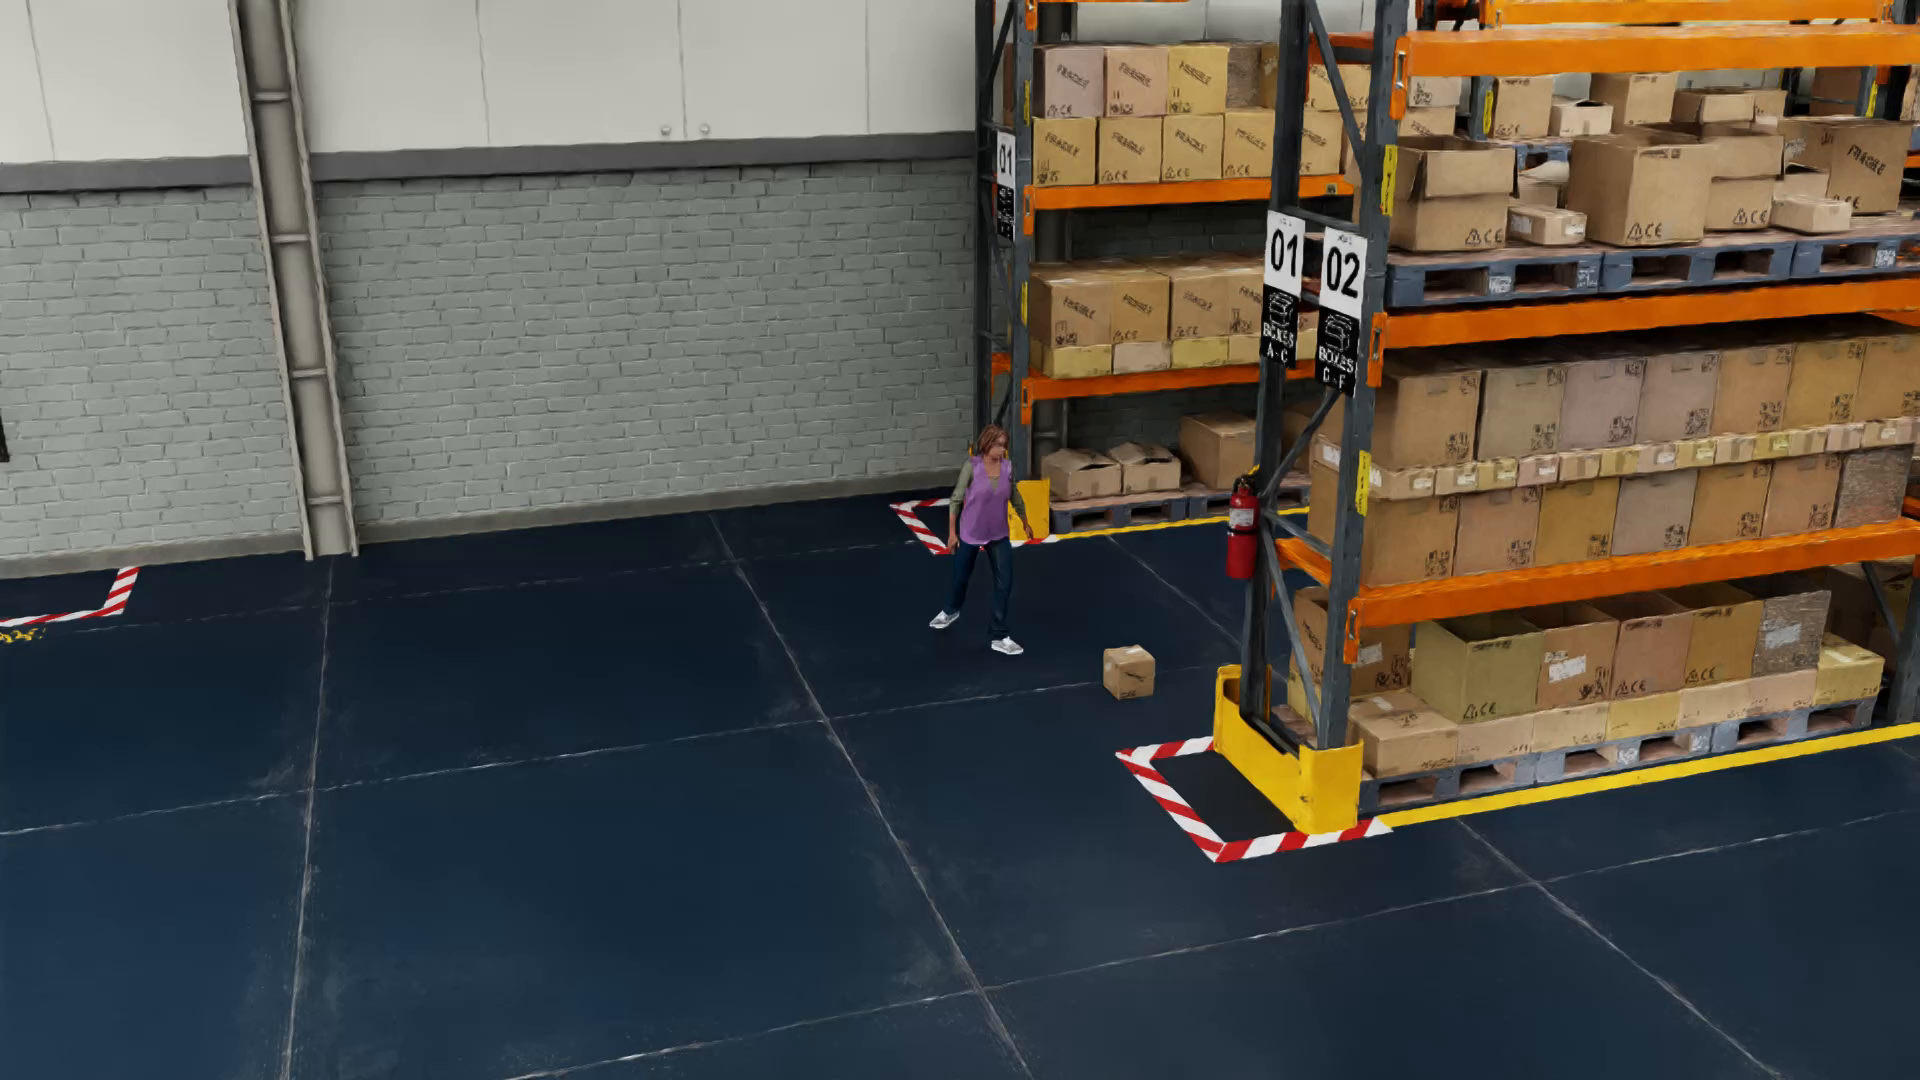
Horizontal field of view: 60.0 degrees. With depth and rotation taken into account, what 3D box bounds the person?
[{"bbox_3d":[0.195,-0.039,11.226,0.684,1.553,0.708,-8,21,-21],"label":"person"}]
